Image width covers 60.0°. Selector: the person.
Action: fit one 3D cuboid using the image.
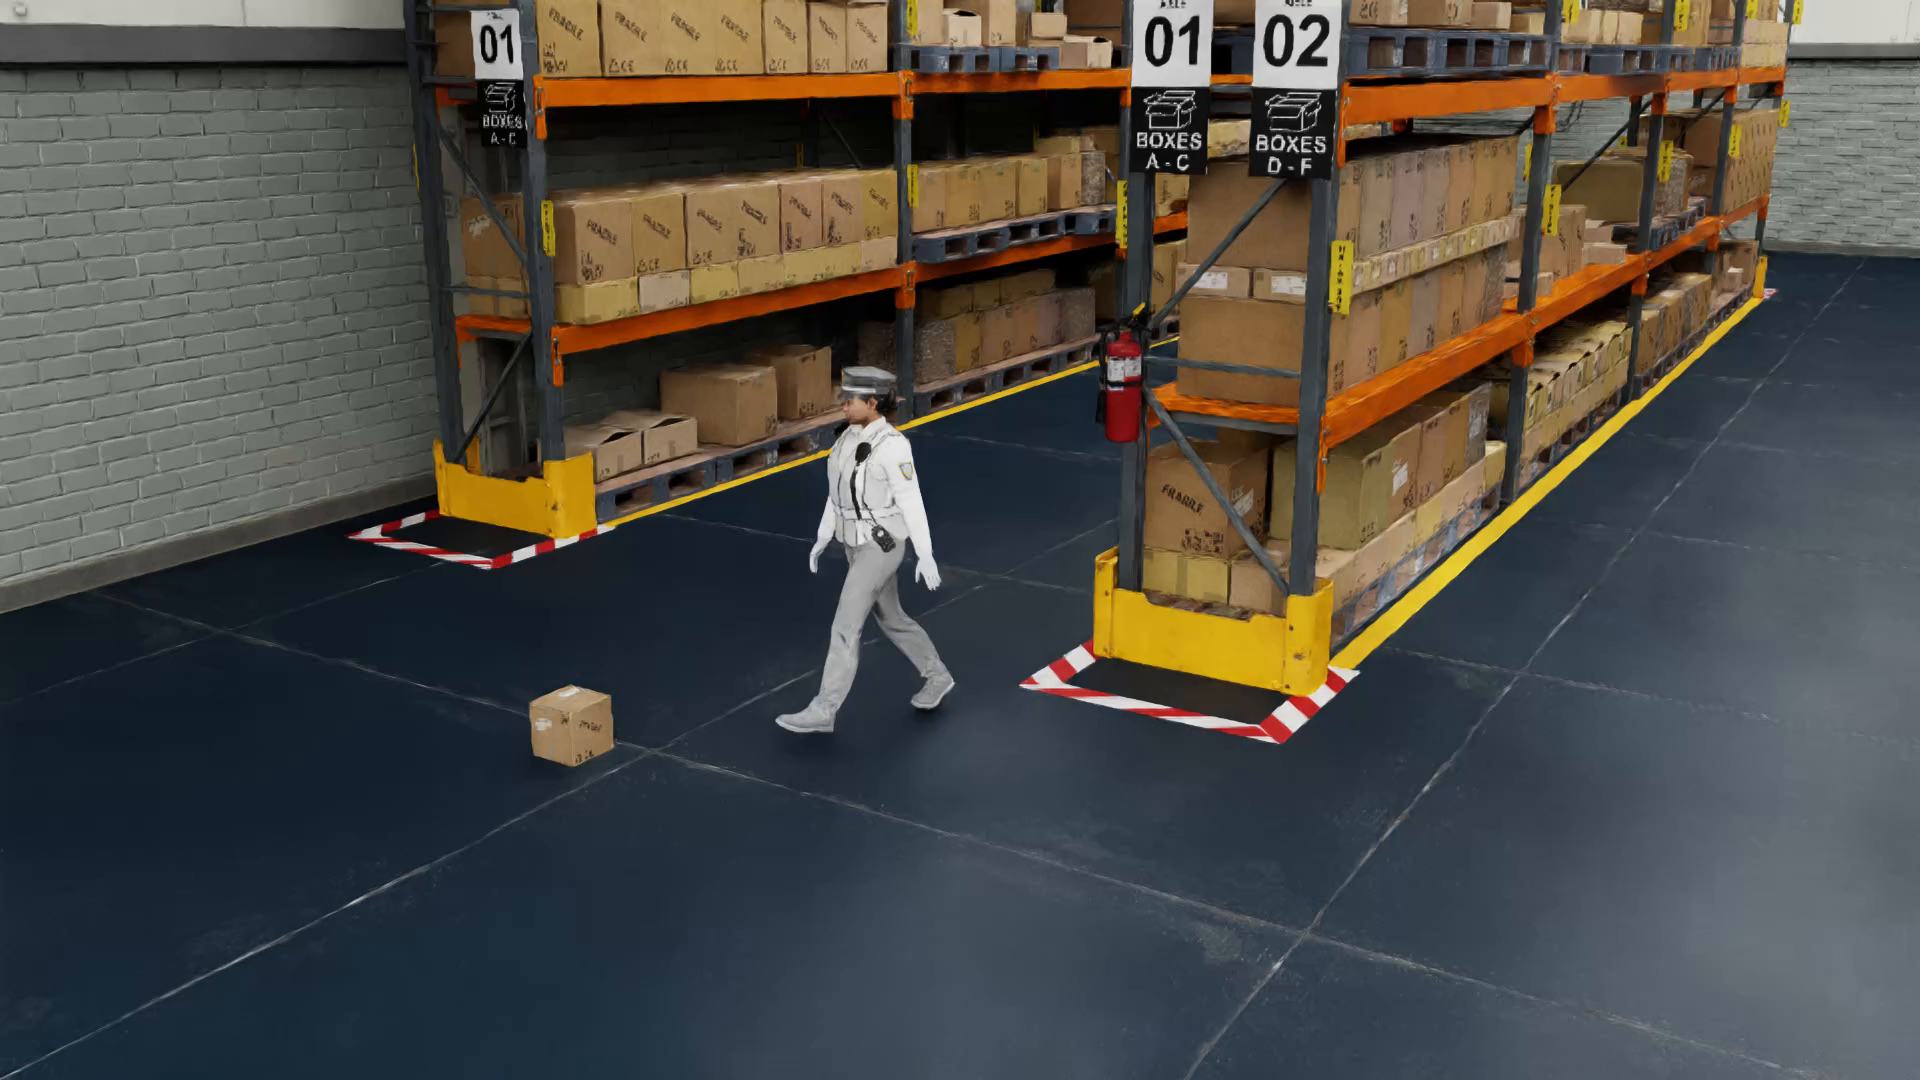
[{"bbox_3d":[-0.427,0.038,7.402,0.940,1.615,0.557,-9,19,-29],"label":"person"}]
